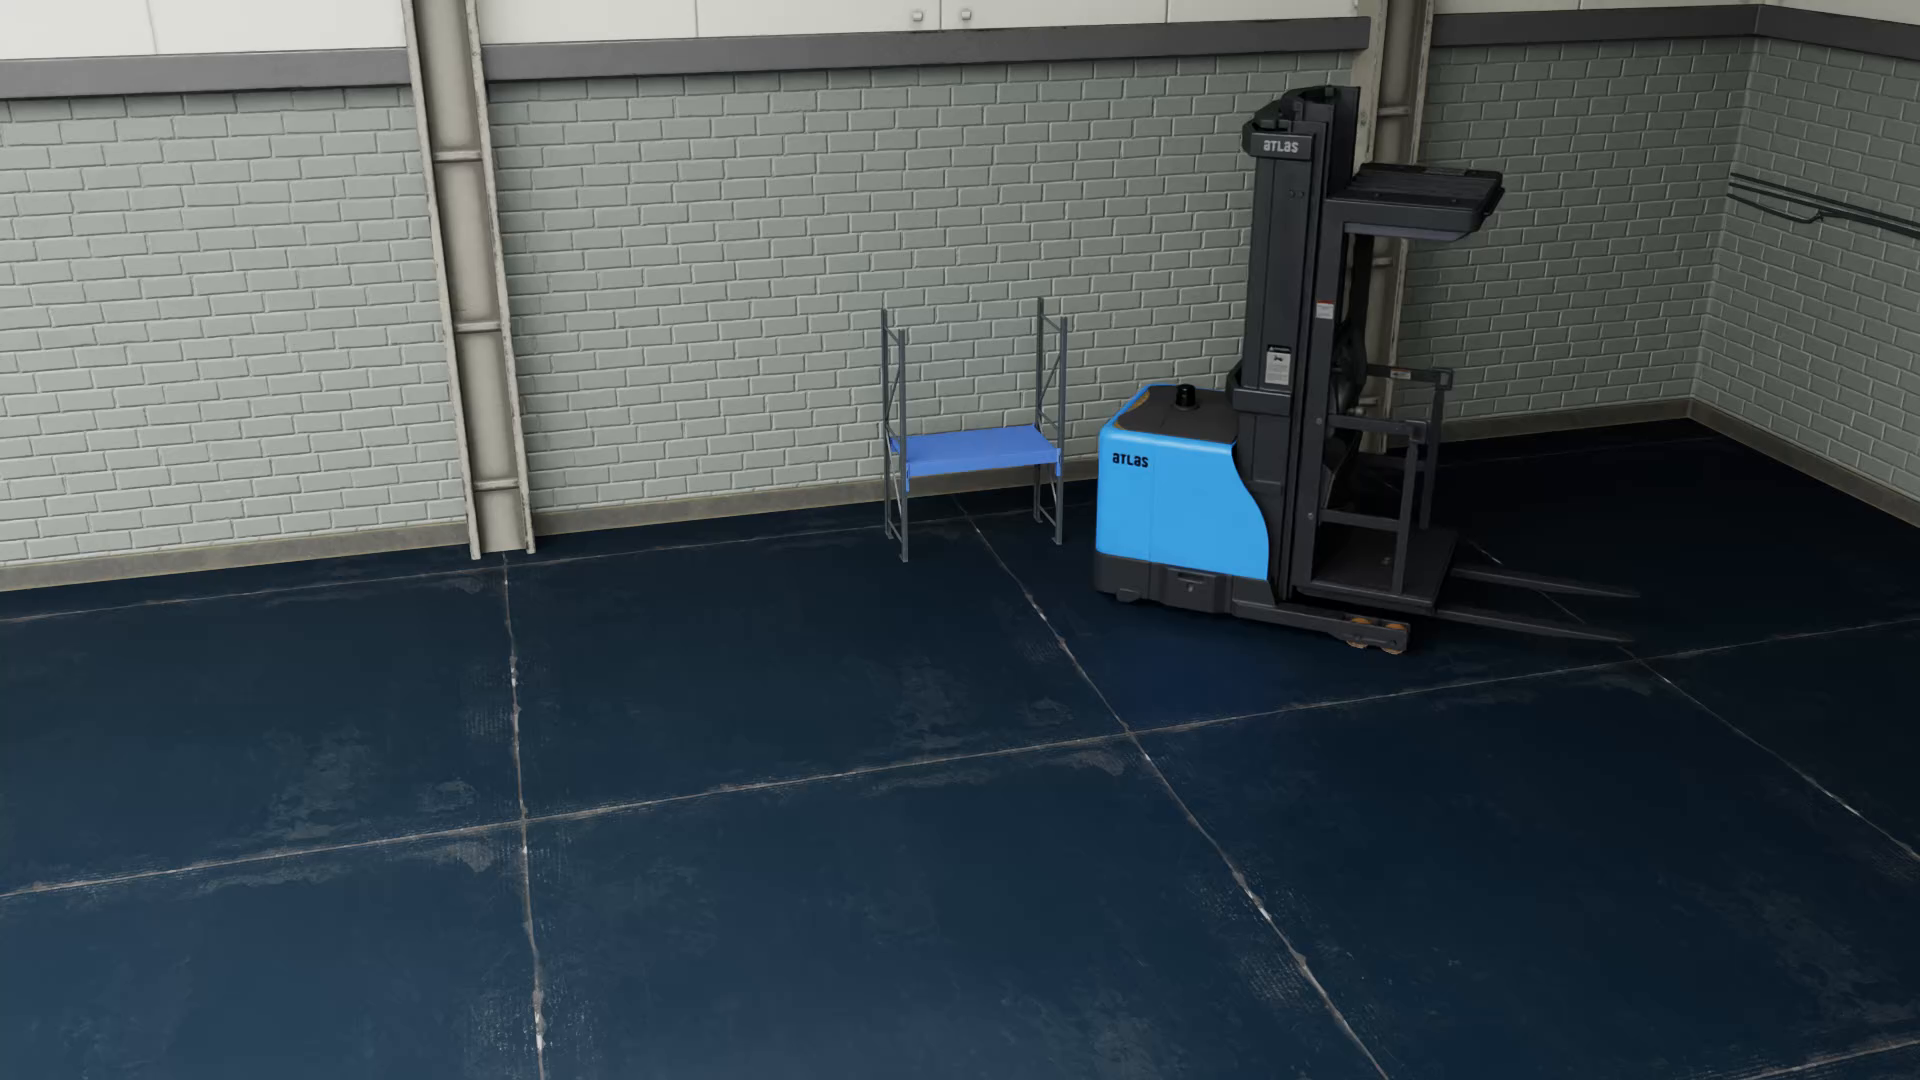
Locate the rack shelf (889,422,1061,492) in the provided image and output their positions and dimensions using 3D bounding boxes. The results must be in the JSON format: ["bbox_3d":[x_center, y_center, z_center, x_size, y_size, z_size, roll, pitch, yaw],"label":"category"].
[{"bbox_3d":[0.082,-0.533,10.546,1.000,0.185,0.538,-6,24,-14],"label":"rack shelf"}]

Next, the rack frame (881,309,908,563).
[{"bbox_3d":[-0.407,-0.644,10.349,0.032,1.500,0.500,-6,24,-14],"label":"rack frame"}]

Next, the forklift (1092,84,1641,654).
[{"bbox_3d":[2.355,-0.949,9.245,3.031,2.935,1.130,9,25,21],"label":"forklift"}]

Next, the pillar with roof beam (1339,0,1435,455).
[{"bbox_3d":[4.017,-3.096,6.554,0.400,9.000,9.100,-6,24,-14],"label":"pillar with roof beam"}]

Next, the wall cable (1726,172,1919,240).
[{"bbox_3d":[6.048,-3.116,10.537,0.112,2.526,3.097,-6,24,-14],"label":"wall cable"}]

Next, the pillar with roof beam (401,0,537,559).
[{"bbox_3d":[-1.760,-2.457,5.065,0.400,9.000,9.100,-6,24,-14],"label":"pillar with roof beam"}]

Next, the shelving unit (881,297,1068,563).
[{"bbox_3d":[0.082,-0.698,10.475,1.048,1.500,0.538,-6,24,-14],"label":"shelving unit"}]

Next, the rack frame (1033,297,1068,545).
[{"bbox_3d":[0.572,-0.752,10.602,0.032,1.500,0.500,-6,24,-14],"label":"rack frame"}]
